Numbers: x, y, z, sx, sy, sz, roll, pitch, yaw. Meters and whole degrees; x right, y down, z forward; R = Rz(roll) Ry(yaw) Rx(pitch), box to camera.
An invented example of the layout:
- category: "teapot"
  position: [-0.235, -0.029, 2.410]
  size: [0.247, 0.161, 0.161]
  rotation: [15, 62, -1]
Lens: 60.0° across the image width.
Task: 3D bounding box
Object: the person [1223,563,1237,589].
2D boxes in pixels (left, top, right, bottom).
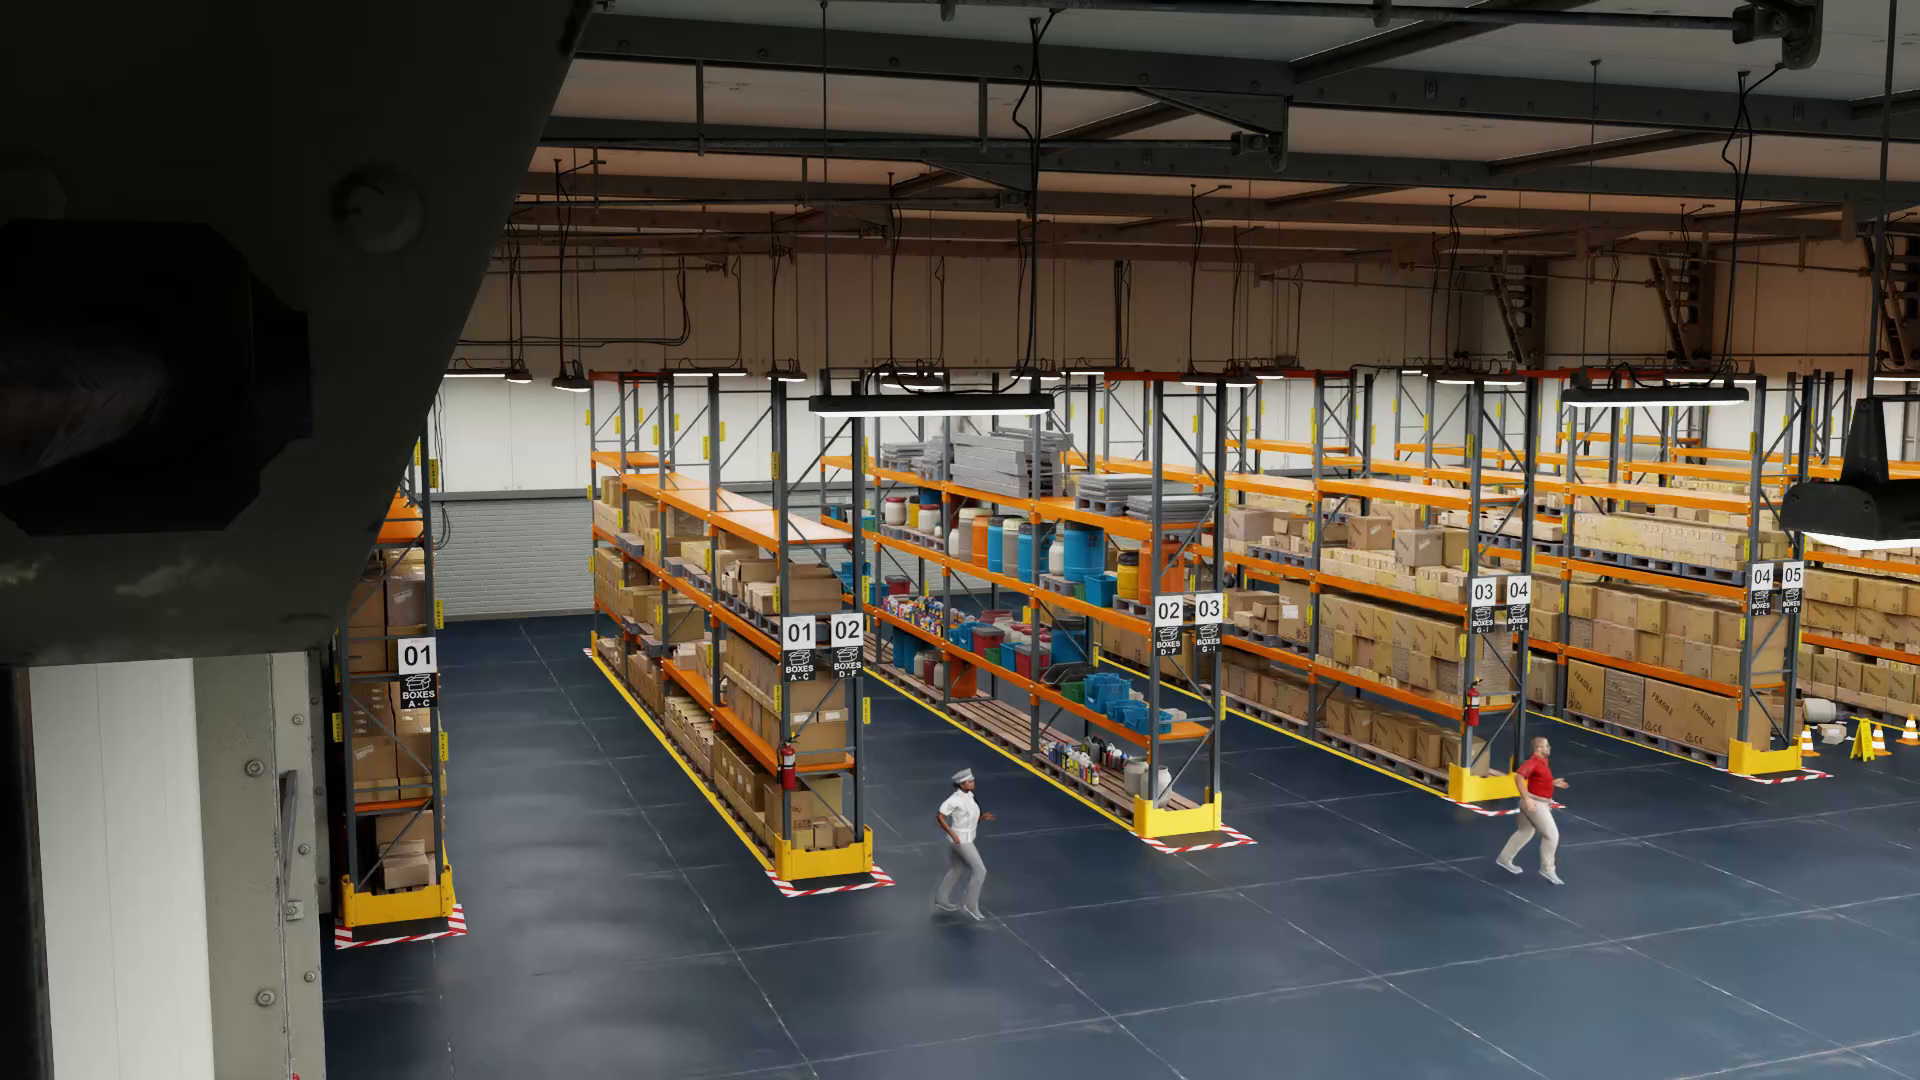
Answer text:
- category: "person"
  position: [5.935, 1.344, 37.327]
  size: [0.675, 1.698, 0.650]
  rotation: [-1, 6, -11]

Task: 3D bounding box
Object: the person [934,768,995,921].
- category: "person"
  position: [0.044, 3.413, 18.697]
  size: [0.703, 1.742, 0.568]
  rotation: [1, 7, 12]

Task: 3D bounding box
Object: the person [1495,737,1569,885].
- category: "person"
  position: [6.927, 3.251, 20.080]
  size: [0.797, 1.789, 0.645]
  rotation: [1, 6, 11]
